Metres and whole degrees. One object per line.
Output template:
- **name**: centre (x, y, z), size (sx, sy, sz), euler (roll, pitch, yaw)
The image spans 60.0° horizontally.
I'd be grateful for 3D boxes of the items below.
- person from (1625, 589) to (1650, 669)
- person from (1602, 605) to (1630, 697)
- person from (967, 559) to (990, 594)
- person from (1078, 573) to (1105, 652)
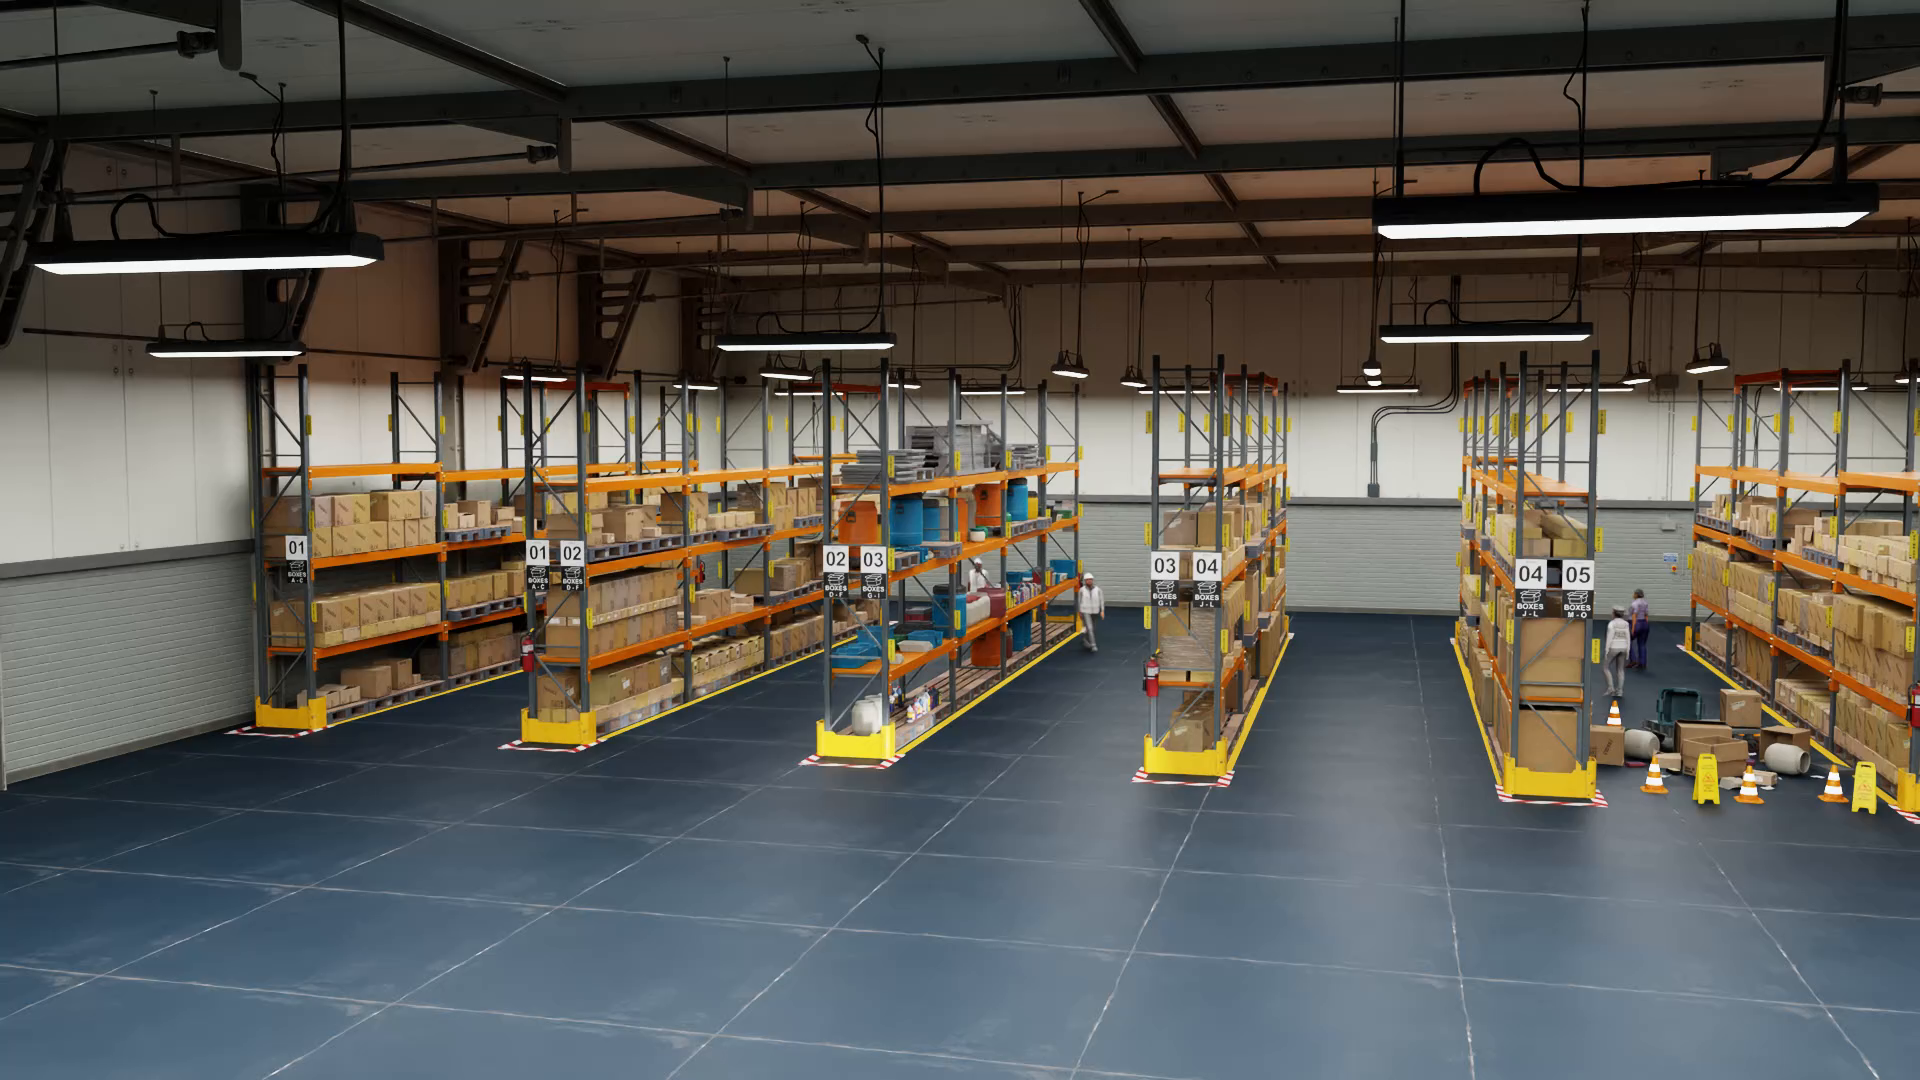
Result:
- **person**: centre (13.944, 1.838, 34.211), size (0.522, 1.649, 0.426), euler (-2, 4, -22)
- **person**: centre (12.127, 2.059, 30.696), size (0.517, 1.708, 0.367), euler (-1, 4, -11)
- **person**: centre (0.411, 1.316, 40.484), size (0.610, 1.715, 1.054), euler (1, 4, 10)
- **person**: centre (2.915, 1.593, 36.839), size (0.529, 1.728, 1.035), euler (-1, 4, -19)
